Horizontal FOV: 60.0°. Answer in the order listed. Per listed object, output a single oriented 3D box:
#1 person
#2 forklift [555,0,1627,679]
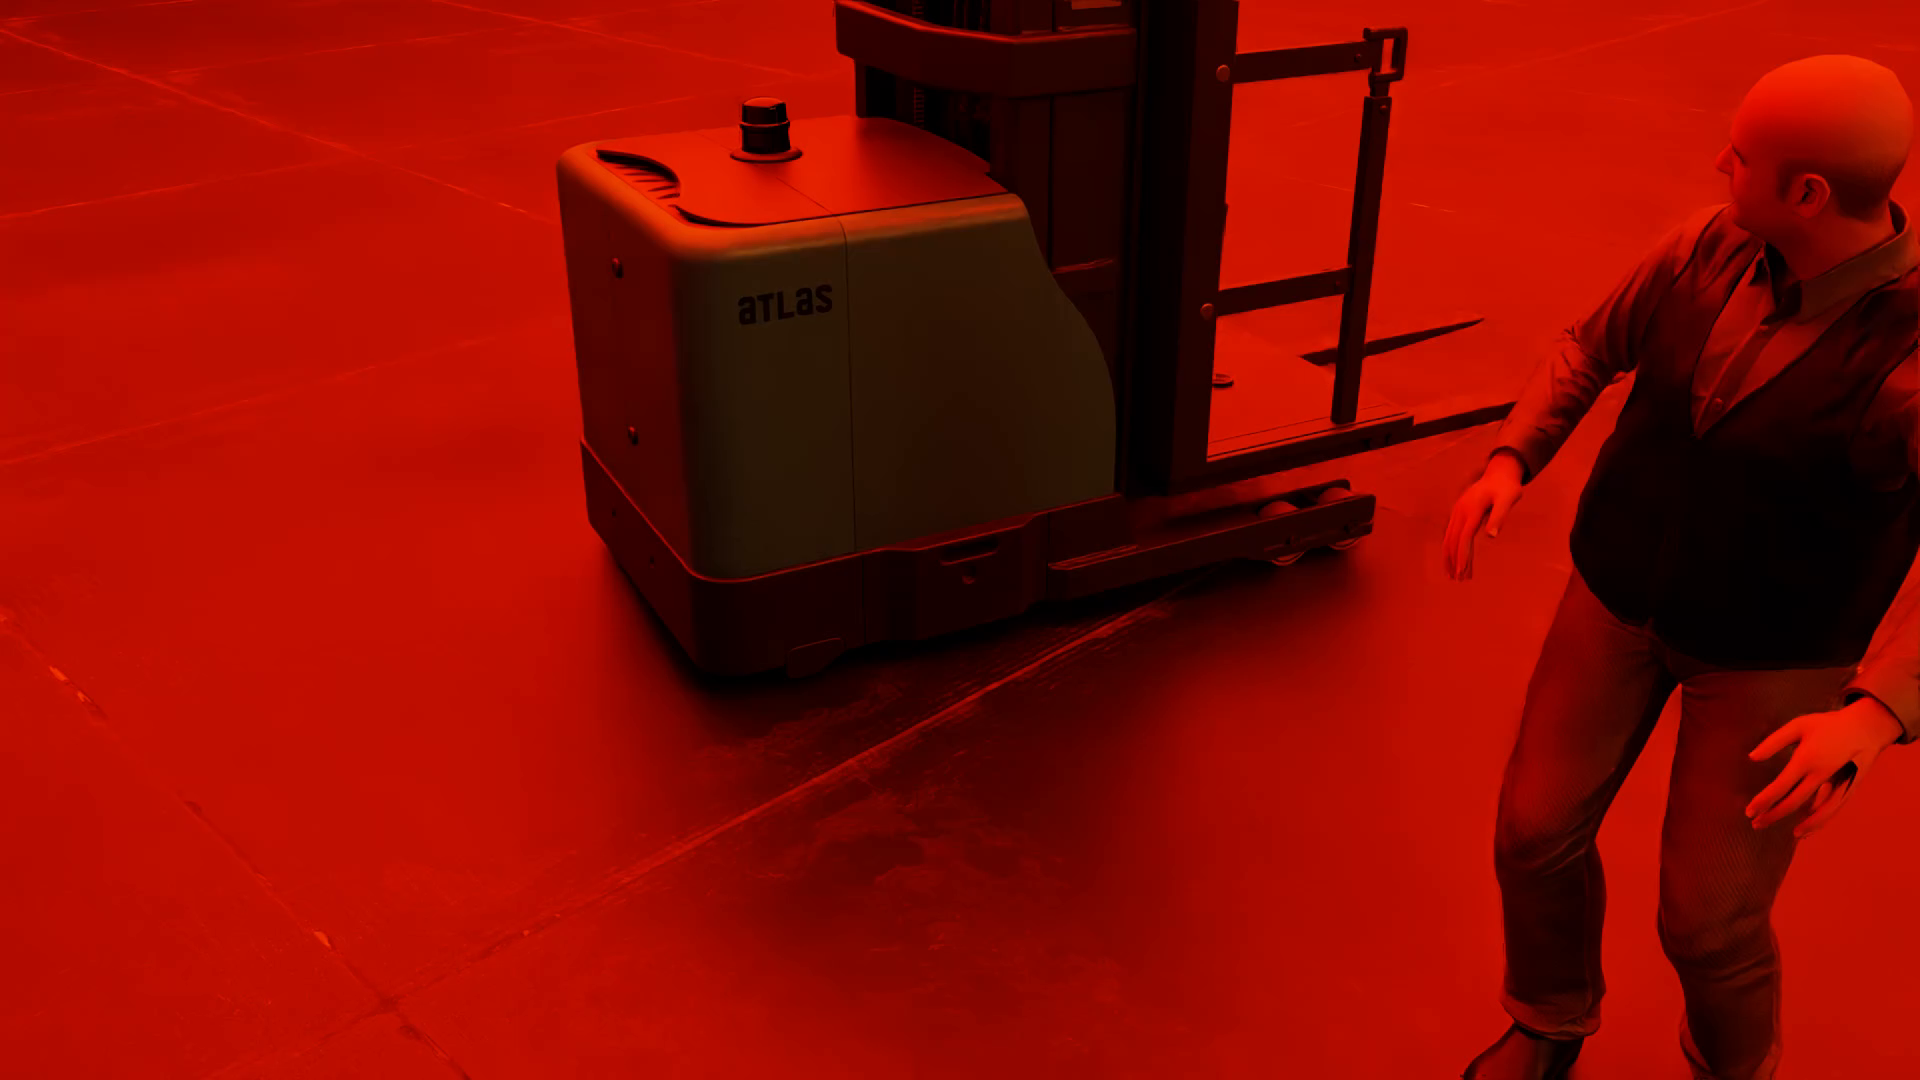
[{"bbox_3d":[1.036,0.179,2.341,0.635,1.682,0.762,-19,32,-34],"label":"person"},{"bbox_3d":[0.540,-1.441,4.153,3.031,2.935,1.130,-13,29,-25],"label":"forklift"}]
